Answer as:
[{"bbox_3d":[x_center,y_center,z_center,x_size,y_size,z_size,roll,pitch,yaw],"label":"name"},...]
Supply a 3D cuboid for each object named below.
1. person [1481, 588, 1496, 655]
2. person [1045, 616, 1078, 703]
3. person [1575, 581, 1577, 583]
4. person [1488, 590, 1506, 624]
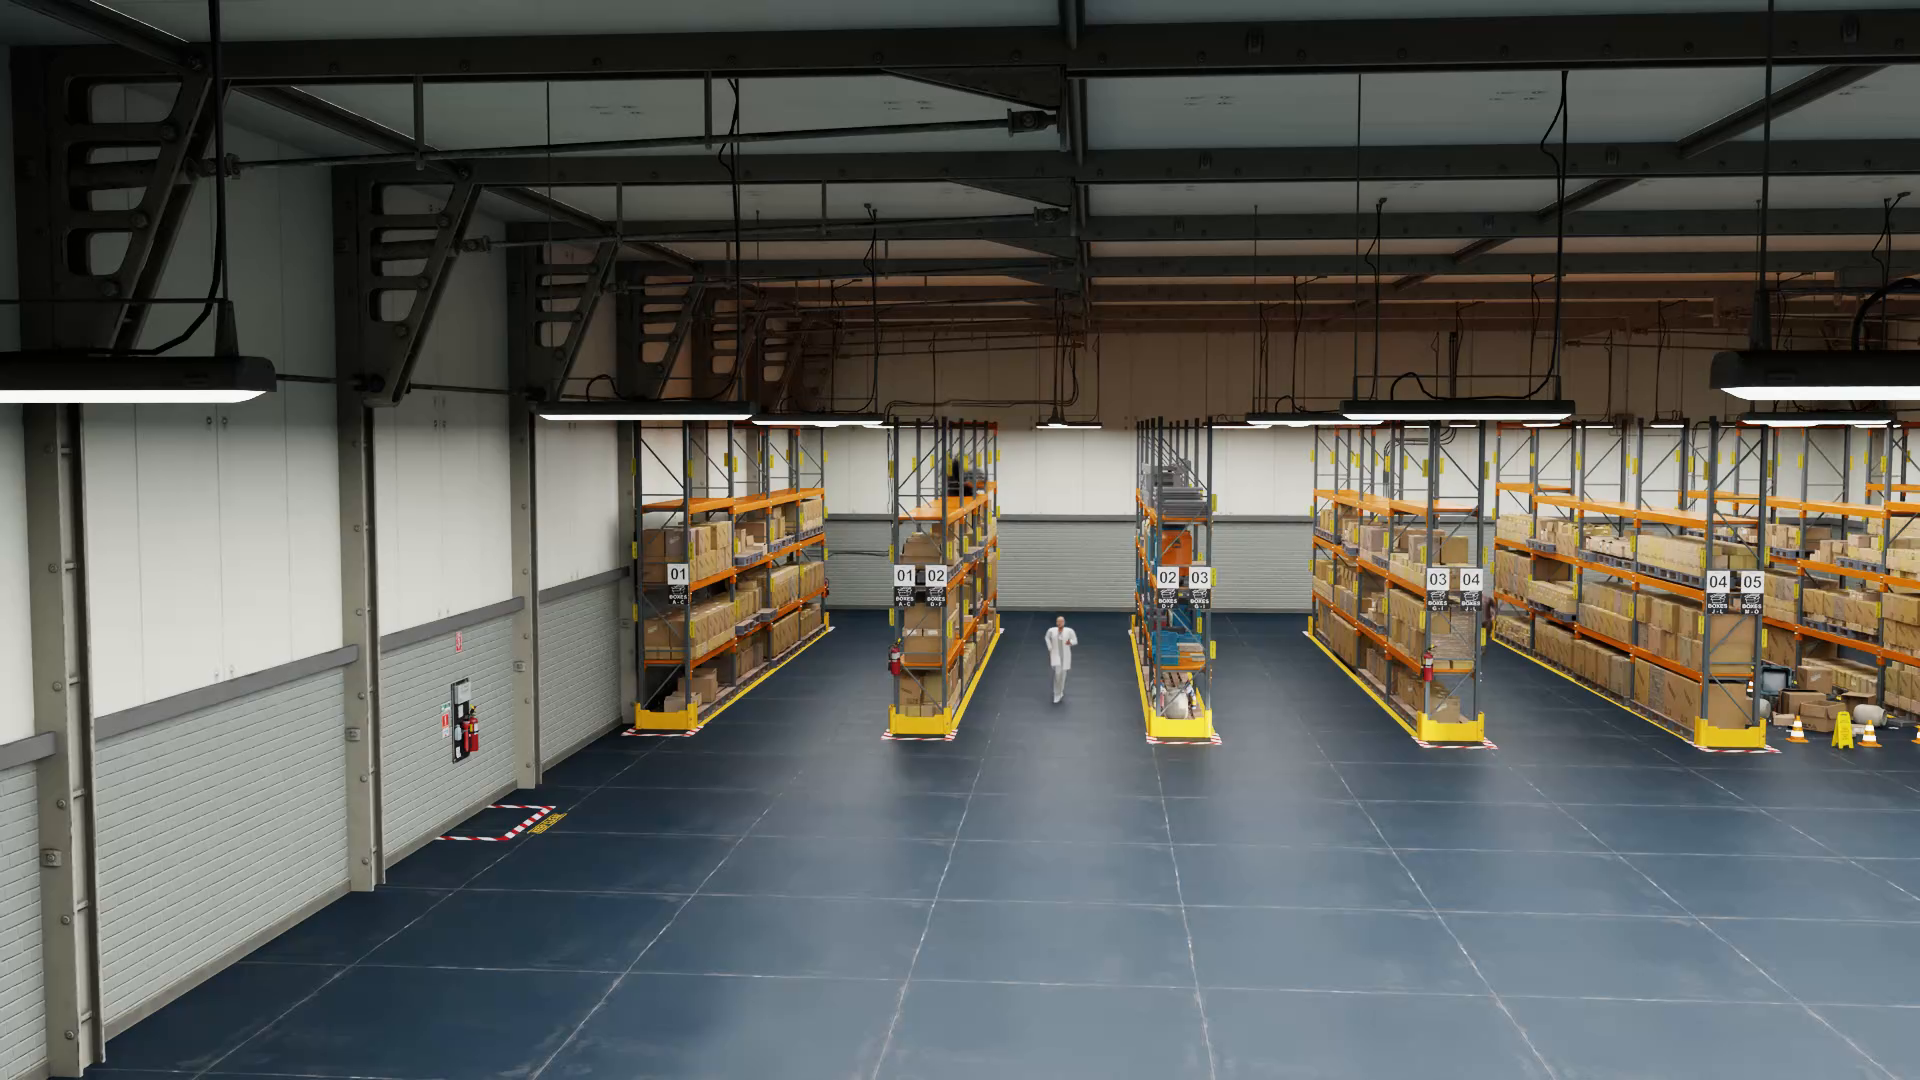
[{"bbox_3d":[13.362,2.080,42.523,0.721,1.737,0.593,1,4,10],"label":"person"},{"bbox_3d":[2.161,2.544,35.369,0.665,1.856,0.844,0,4,-2],"label":"person"},{"bbox_3d":[16.924,1.521,45.627,0.607,0.864,0.539,0,4,4],"label":"person"},{"bbox_3d":[15.348,1.812,47.388,0.642,1.661,0.620,0,4,-2],"label":"person"}]
